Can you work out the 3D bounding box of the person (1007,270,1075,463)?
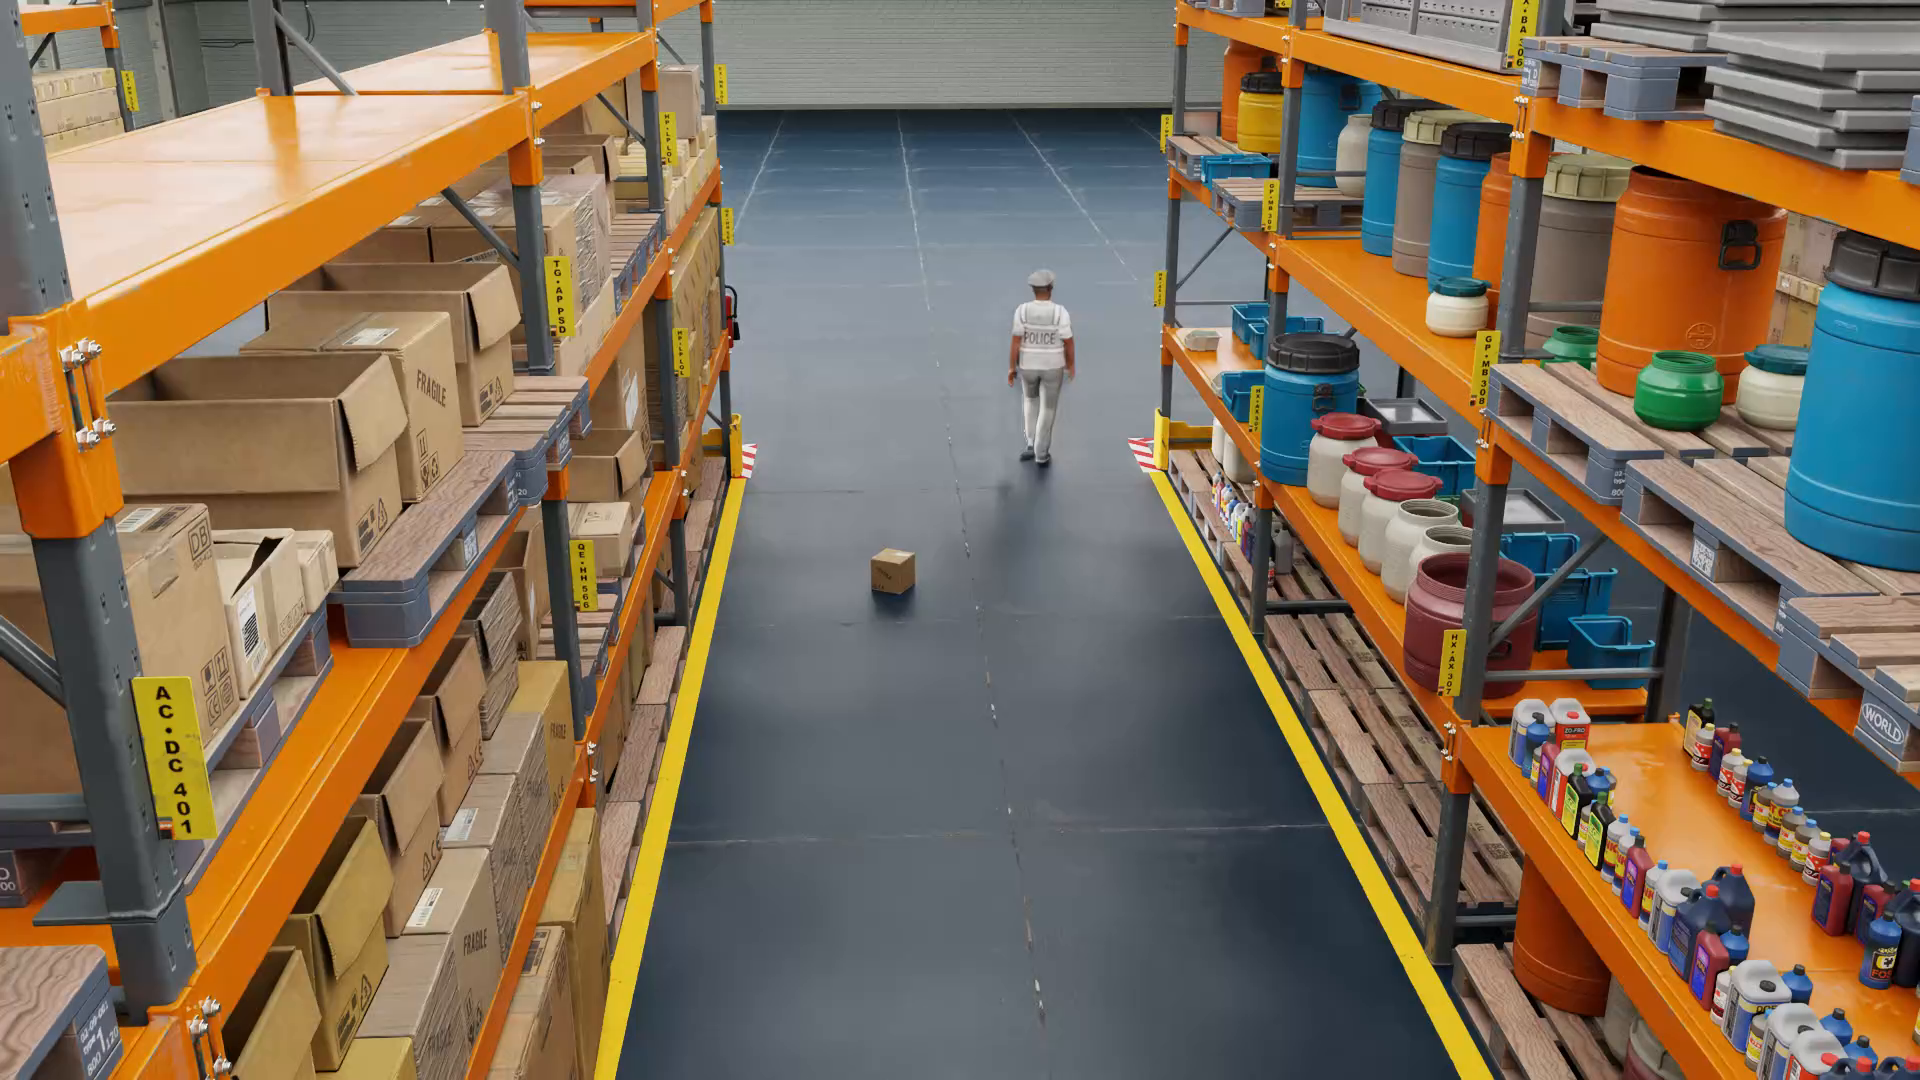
[{"bbox_3d":[0.763,-1.570,15.347,0.588,1.852,0.553,6,21,16],"label":"person"}]
